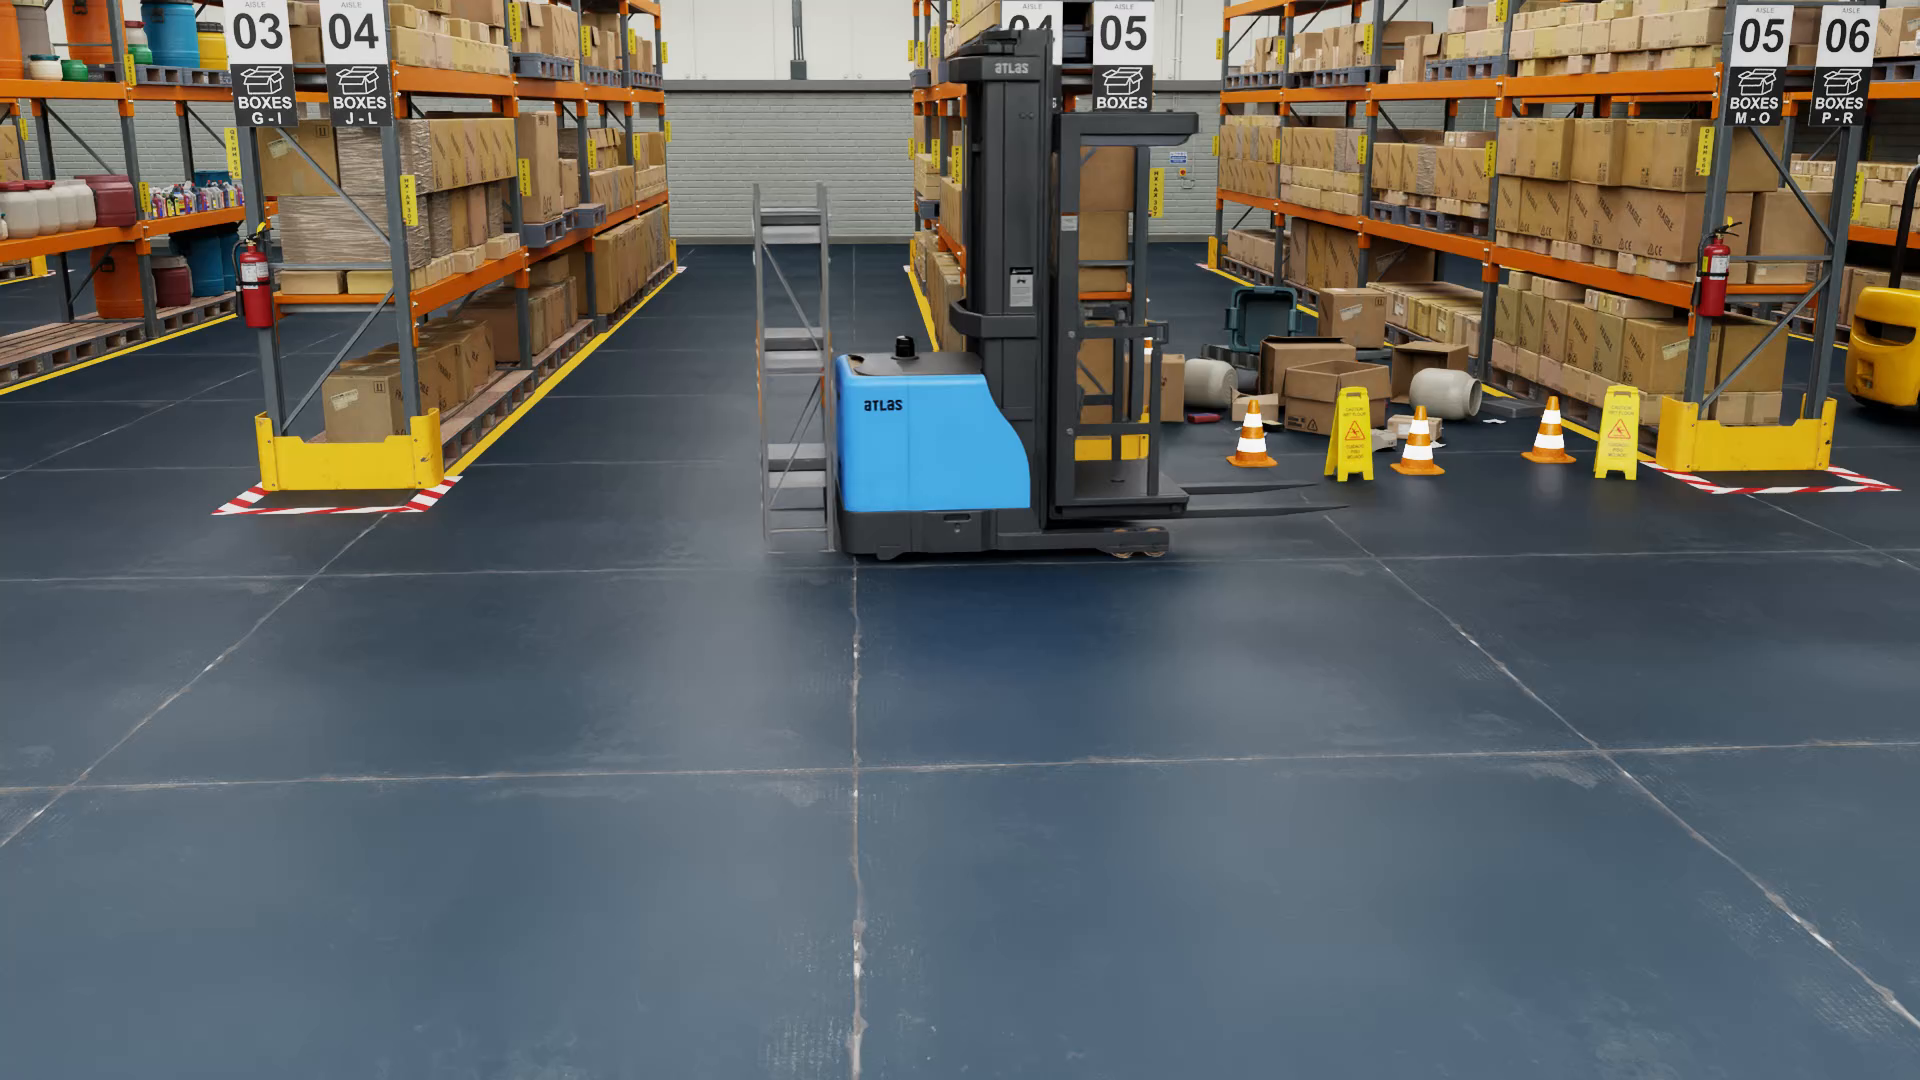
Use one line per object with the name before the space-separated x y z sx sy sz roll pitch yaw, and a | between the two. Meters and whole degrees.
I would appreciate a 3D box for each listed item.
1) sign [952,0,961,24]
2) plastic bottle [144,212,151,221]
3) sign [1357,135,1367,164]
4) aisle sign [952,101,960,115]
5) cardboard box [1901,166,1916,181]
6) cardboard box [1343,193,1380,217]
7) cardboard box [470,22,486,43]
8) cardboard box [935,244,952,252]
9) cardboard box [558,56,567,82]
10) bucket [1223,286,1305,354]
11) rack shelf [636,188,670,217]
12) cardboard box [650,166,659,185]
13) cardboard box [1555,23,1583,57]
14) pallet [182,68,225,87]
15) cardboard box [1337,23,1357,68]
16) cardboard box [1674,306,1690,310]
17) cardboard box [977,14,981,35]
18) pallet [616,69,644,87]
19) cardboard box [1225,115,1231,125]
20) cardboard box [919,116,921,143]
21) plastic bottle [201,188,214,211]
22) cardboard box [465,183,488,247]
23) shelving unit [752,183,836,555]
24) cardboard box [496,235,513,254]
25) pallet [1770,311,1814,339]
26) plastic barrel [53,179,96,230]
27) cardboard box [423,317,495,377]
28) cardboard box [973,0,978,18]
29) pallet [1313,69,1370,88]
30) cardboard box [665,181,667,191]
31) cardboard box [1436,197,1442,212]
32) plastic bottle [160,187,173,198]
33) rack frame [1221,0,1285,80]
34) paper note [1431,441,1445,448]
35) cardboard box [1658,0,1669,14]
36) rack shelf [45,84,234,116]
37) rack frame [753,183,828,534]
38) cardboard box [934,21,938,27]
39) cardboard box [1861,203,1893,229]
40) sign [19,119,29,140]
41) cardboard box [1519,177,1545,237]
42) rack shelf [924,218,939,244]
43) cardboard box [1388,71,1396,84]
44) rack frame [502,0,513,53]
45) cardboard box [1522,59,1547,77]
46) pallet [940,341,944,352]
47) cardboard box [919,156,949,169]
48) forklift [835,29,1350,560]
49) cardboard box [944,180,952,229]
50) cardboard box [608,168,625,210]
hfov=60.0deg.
sign | -0.024 -4.711 14.628 0.100 0.325 0.005 -1 14 -3
plastic bottle | -9.336 -3.786 18.970 0.152 0.276 0.135 -1 14 -3
sign | 4.649 -4.514 19.228 0.100 0.325 0.005 -1 14 -3
aisle sign | 0.068 -7.133 26.511 0.394 0.787 0.004 -1 14 -3
cardboard box | 10.053 -3.807 17.300 0.380 0.149 0.250 -1 14 -3
cardboard box | 4.913 -4.012 19.900 0.500 0.250 0.500 -1 14 -5
cardboard box | -4.061 -4.115 13.479 0.380 0.149 0.250 -1 14 -5
cardboard box | -0.035 -3.383 19.825 0.500 0.250 0.500 -1 14 -5
cardboard box | -4.341 -4.827 17.049 0.500 0.250 0.500 0 14 -2
bucket | 2.826 -2.019 15.373 0.726 0.611 0.620 4 5 16
rack shelf | -5.060 -4.954 24.703 1.077 0.370 4.000 -1 14 -3
cardboard box | -4.826 -5.502 25.093 0.500 0.250 0.500 -1 14 -5
cardboard box | 5.264 -4.126 13.725 0.500 0.250 0.500 -1 14 -3
pallet | -9.660 -5.614 20.185 1.003 0.211 1.213 -1 14 -3
cardboard box | 4.952 -5.911 19.915 0.700 0.500 0.500 -2 15 -6
cardboard box | 5.863 -1.674 13.682 0.500 0.500 0.500 -1 14 -2
cardboard box | 0.327 -3.848 12.403 0.380 0.149 0.250 -1 14 -3
pallet | -4.976 -6.418 23.109 1.003 0.211 1.213 -1 14 -3
cardboard box | 4.453 -6.707 26.563 0.380 0.149 0.250 -1 14 -2
cardboard box | -0.315 -5.774 23.643 0.500 0.500 0.500 -1 14 -5
plastic bottle | -9.456 -4.268 20.842 0.152 0.276 0.135 -1 14 -3
cardboard box | -4.347 -2.647 13.496 0.875 0.500 0.500 -1 14 -3
shelving unit | -0.969 -1.000 9.698 0.431 2.100 0.503 -2 15 -7
cardboard box | -4.127 -2.582 14.546 0.380 0.149 0.250 -1 14 -3
pallet | 10.169 -2.485 19.259 1.003 0.211 1.213 -1 14 -3
plastic barrel | -9.354 -3.535 17.521 0.421 0.512 0.421 0 14 0
cardboard box | -4.455 -1.708 14.817 0.500 0.500 0.500 -1 14 -5
cardboard box | 0.364 -4.140 12.736 0.500 0.250 0.500 -1 14 -3
pallet | 5.038 -5.761 20.758 1.003 0.211 1.213 0 14 -1
cardboard box | -4.833 -5.594 26.253 0.380 0.149 0.250 -1 14 -2
cardboard box | 5.095 -3.427 16.989 0.380 0.149 0.250 -1 14 -3
plastic bottle | -10.022 -4.319 21.042 0.152 0.276 0.135 -1 14 -3
rack frame | 4.707 -8.858 26.394 1.000 3.000 0.127 -1 14 -3
paper note | 3.653 -0.740 12.840 0.148 0.019 0.142 -6 16 -23
cardboard box | 5.407 -3.962 12.288 0.380 0.149 0.250 -1 14 -3
rack shelf | -9.755 -5.335 20.166 1.077 0.370 4.000 -1 14 -3
rack frame | -0.998 -1.060 9.932 0.400 2.100 0.015 -2 15 -7
cardboard box | -0.116 -6.149 20.149 0.396 0.266 0.258 -1 14 -3
cardboard box | 10.036 -3.471 17.799 0.500 0.250 0.500 0 14 -2
sign | -14.516 -6.365 25.786 0.100 0.325 0.005 -1 14 -3
cardboard box | 5.254 -2.922 14.567 0.500 0.500 0.500 -1 14 -4
rack shelf | 0.145 -4.010 21.036 1.077 0.370 4.000 -1 14 -3
cardboard box | 5.053 -5.213 18.751 0.380 0.149 0.250 -1 14 -3
rack frame | -4.440 -5.720 14.200 1.000 3.000 0.127 -1 14 -3
cardboard box | 5.183 -4.152 14.627 0.380 0.149 0.250 -1 14 -3
pallet | 0.315 -2.011 17.418 1.003 0.211 1.213 -1 14 -3
cardboard box | -0.333 -4.799 21.127 0.380 0.149 0.250 0 14 -1
forklift | 0.787 -1.443 9.754 3.031 2.935 1.130 -2 15 -7
cardboard box | 0.092 -3.542 17.572 0.500 0.500 0.500 -1 14 -3
cardboard box | -4.571 -4.488 21.249 0.500 0.500 0.500 -1 14 -4
